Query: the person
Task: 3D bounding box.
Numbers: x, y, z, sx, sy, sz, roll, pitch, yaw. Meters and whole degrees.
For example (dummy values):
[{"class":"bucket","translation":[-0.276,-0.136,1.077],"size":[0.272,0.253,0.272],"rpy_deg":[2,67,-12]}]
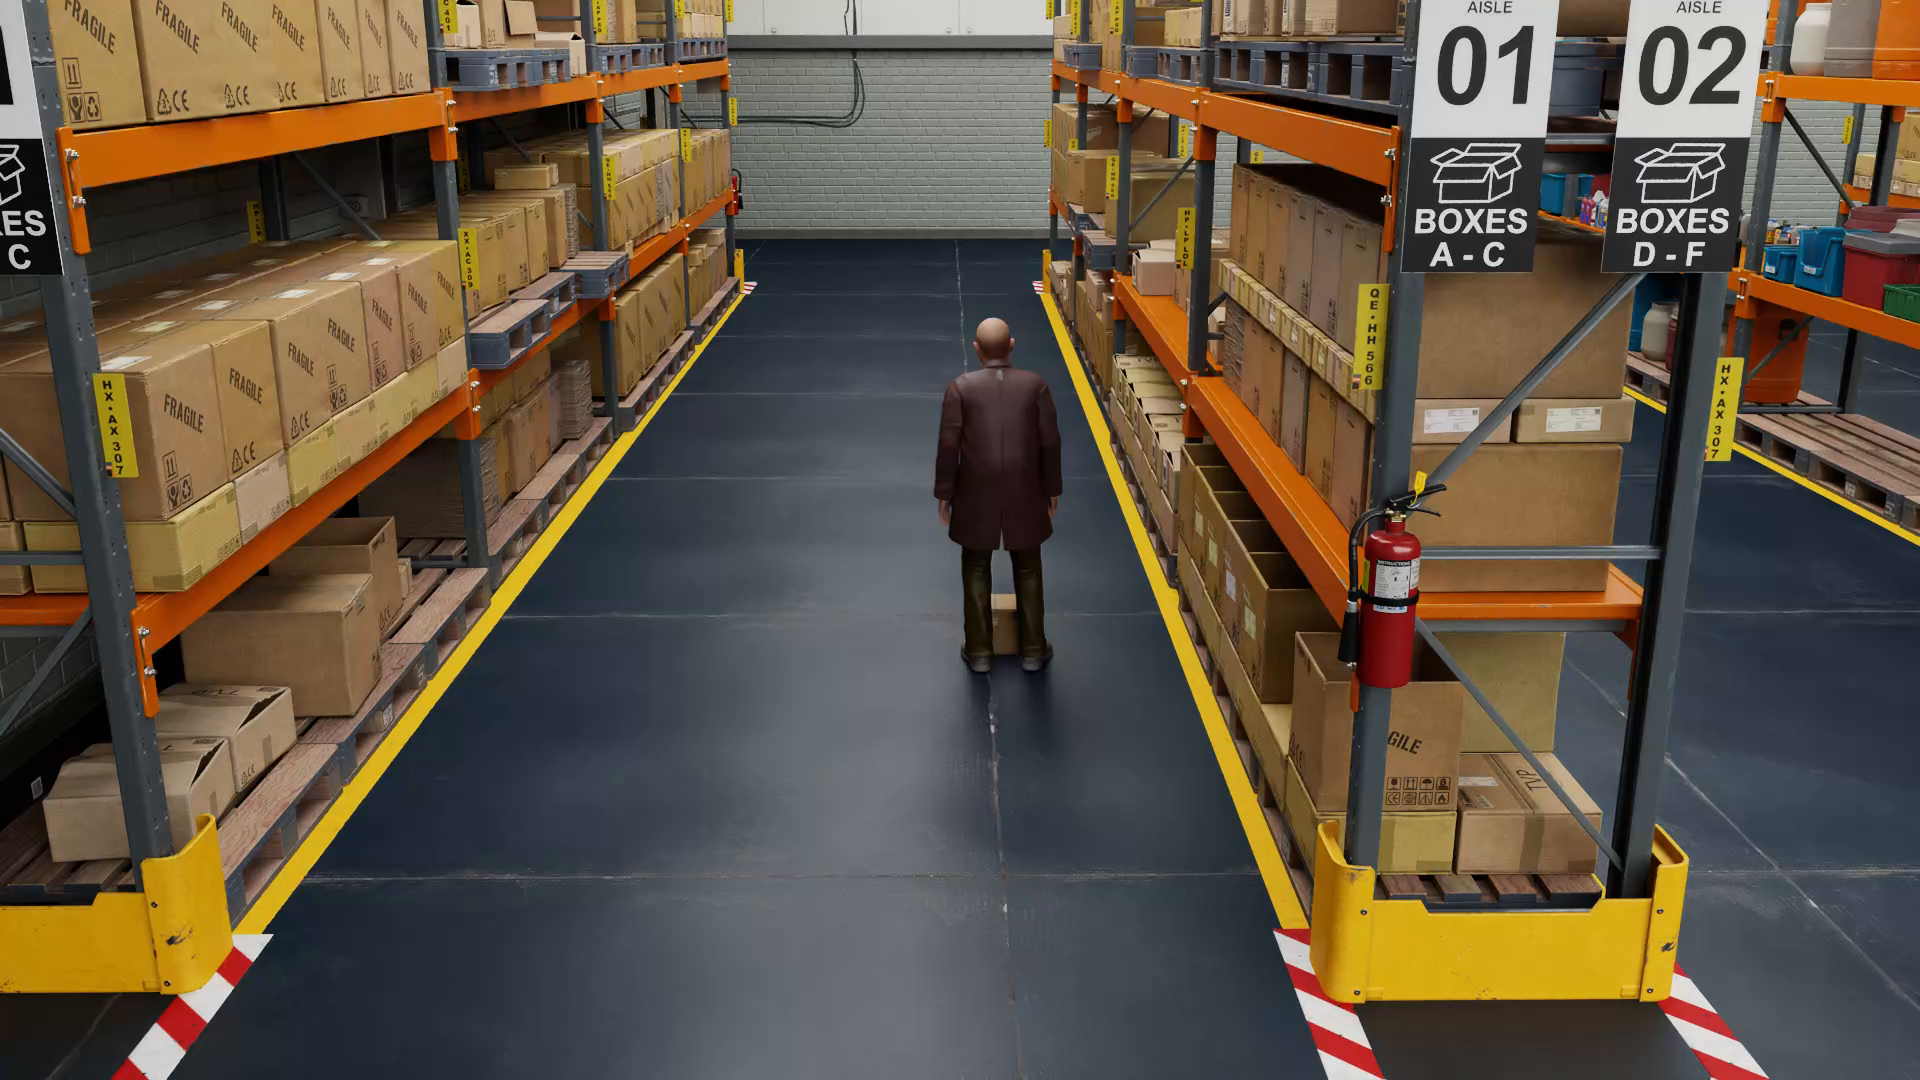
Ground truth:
[{"class":"person","translation":[0.189,-0.217,8.288],"size":[0.647,1.772,0.429],"rpy_deg":[-1,17,-4]}]
